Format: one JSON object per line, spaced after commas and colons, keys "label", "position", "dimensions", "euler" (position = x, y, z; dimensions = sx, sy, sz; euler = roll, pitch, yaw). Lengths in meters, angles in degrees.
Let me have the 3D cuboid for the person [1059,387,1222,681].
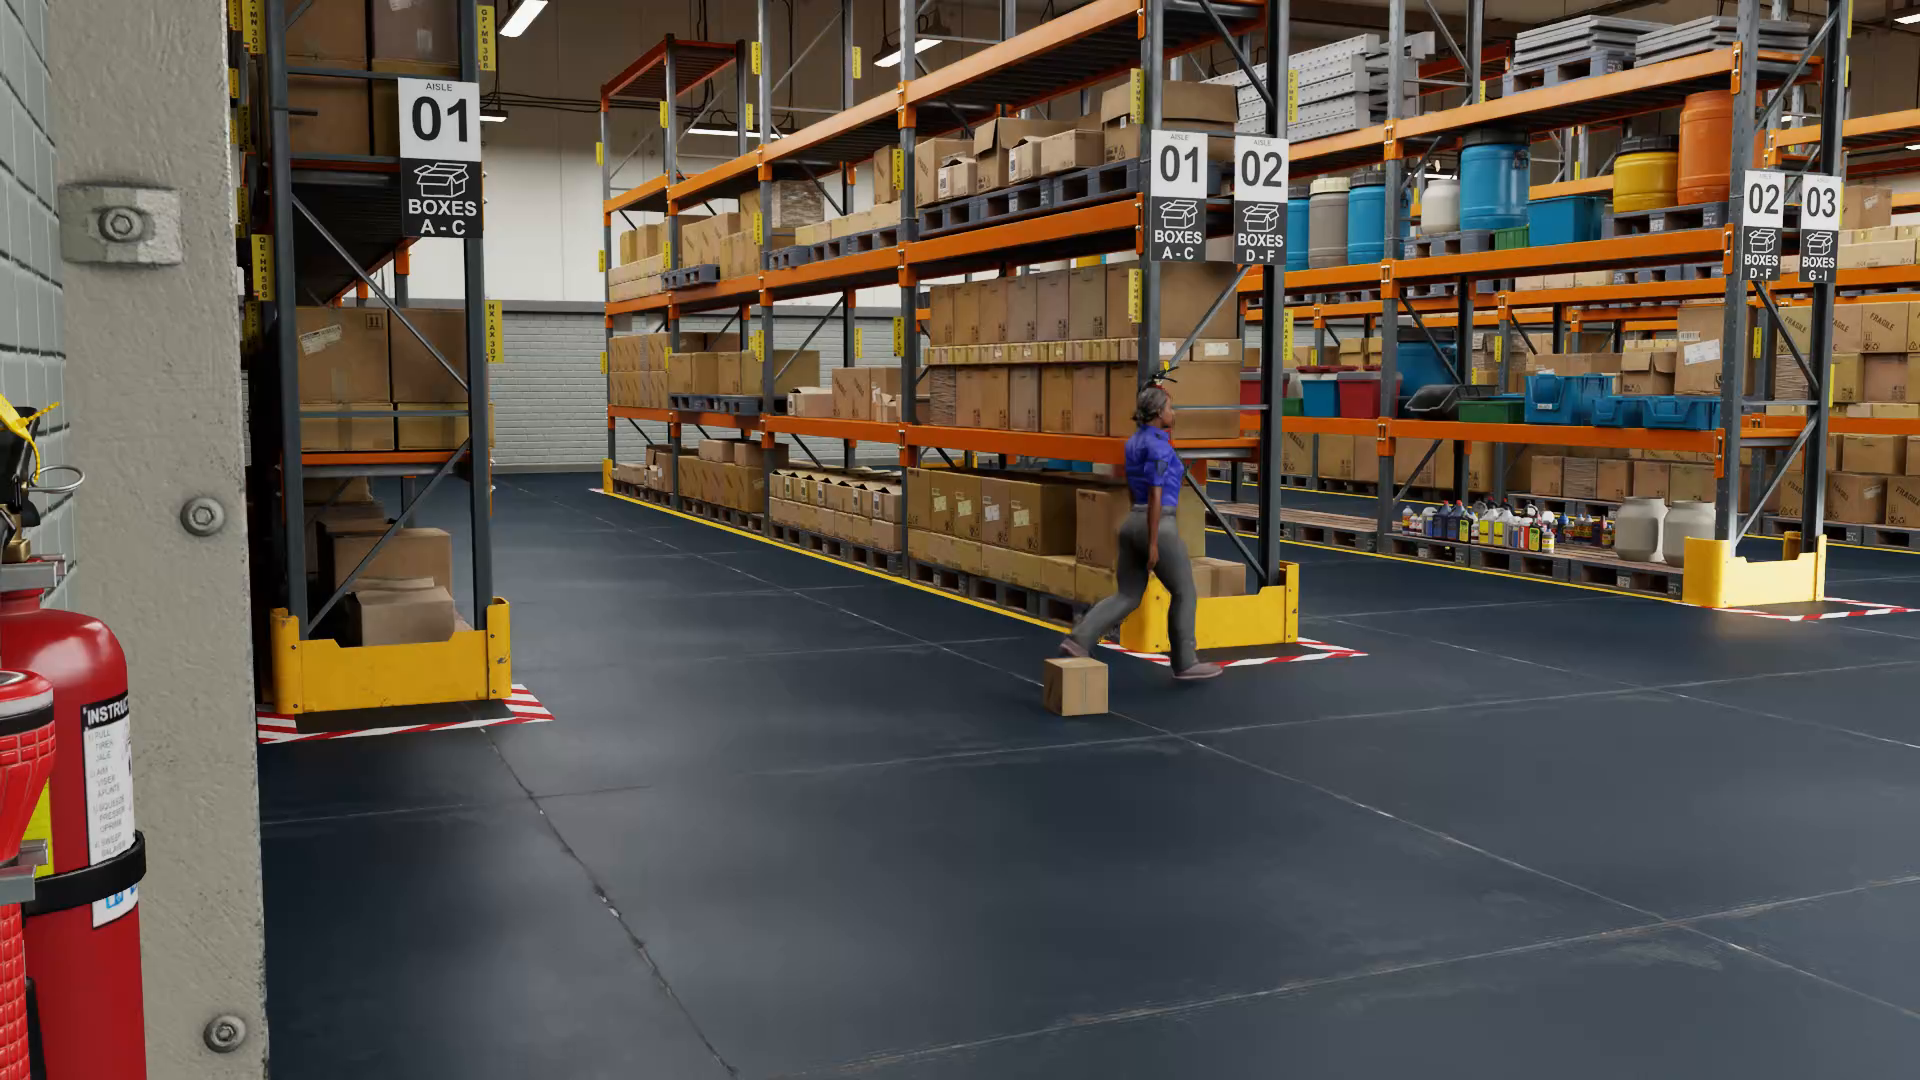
{"label": "person", "position": [1.004, -0.030, 9.164], "dimensions": [0.910, 1.620, 0.441], "euler": [-2, 6, -23]}
